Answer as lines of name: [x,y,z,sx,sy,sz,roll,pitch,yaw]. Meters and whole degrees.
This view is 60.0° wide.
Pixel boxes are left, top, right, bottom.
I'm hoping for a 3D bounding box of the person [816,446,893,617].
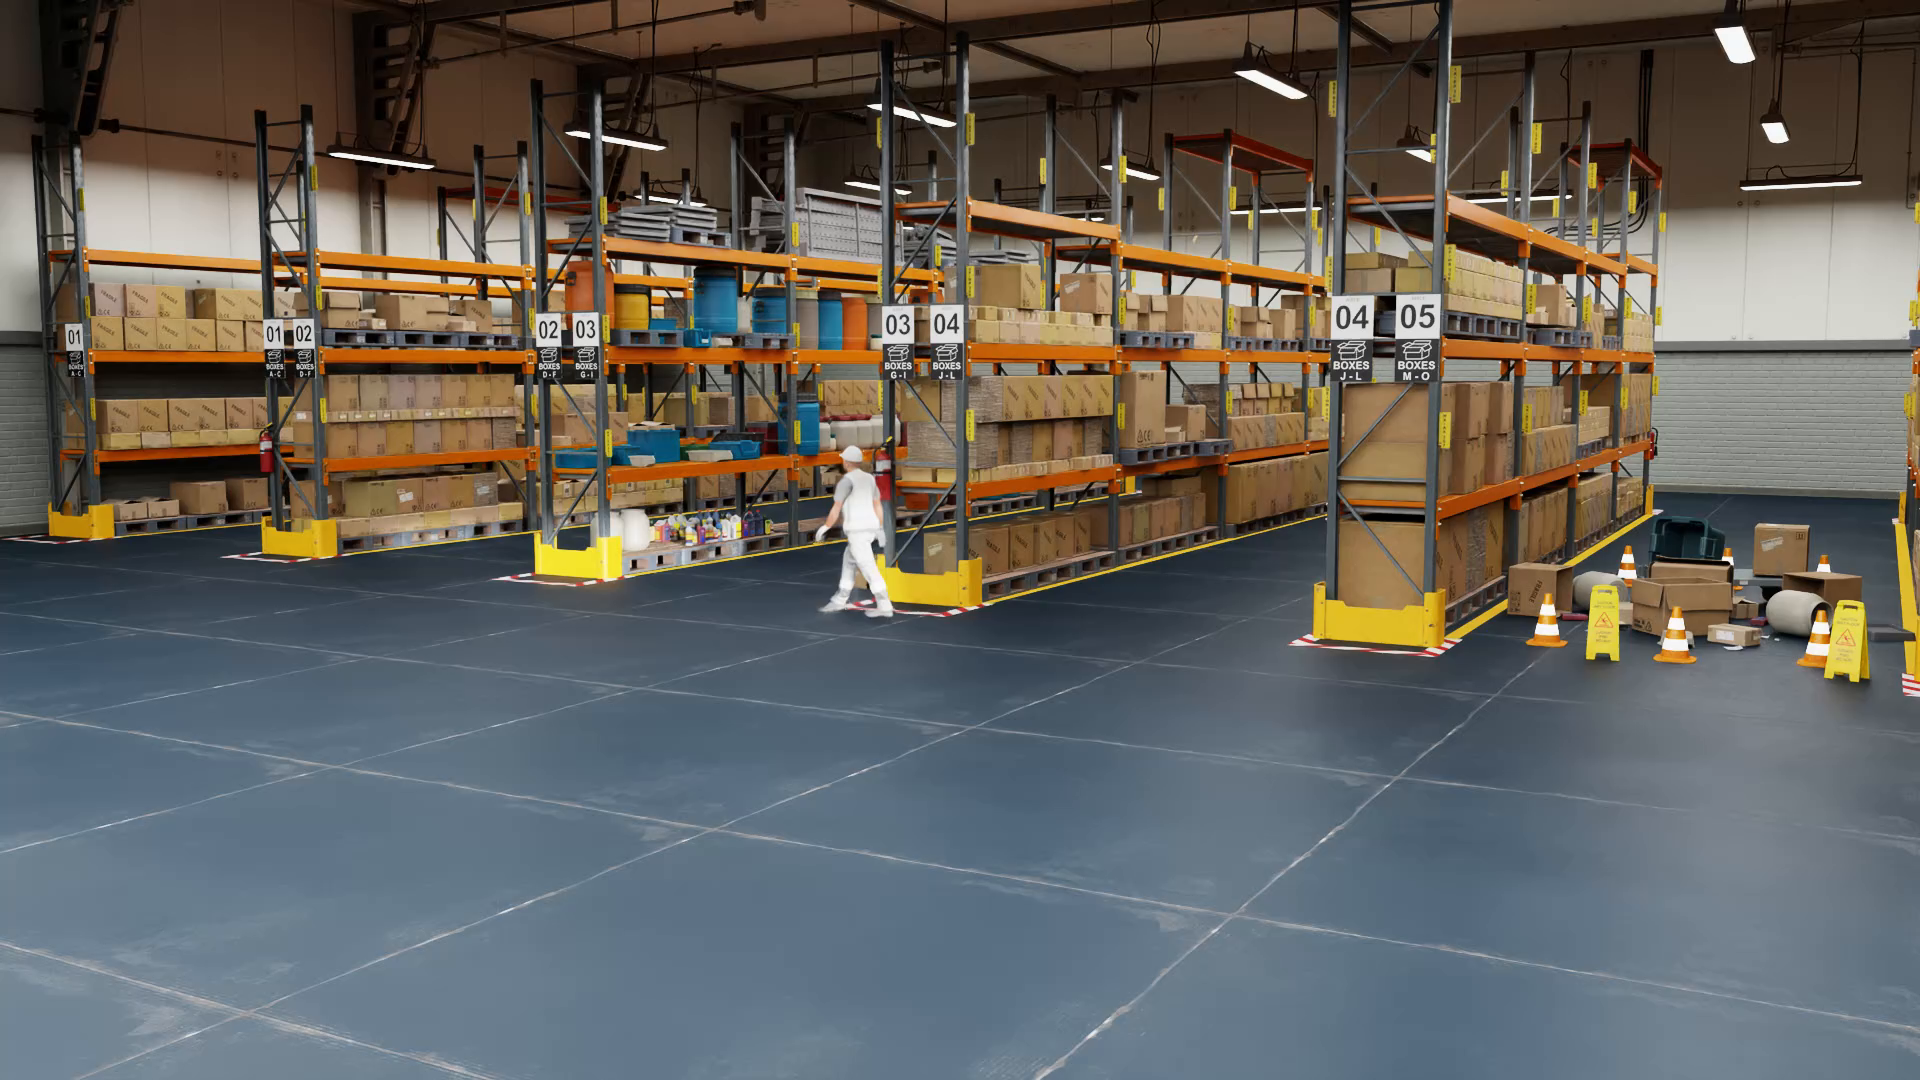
person: [-1.059,-0.090,16.937,1.029,1.738,0.623,4,7,31]
